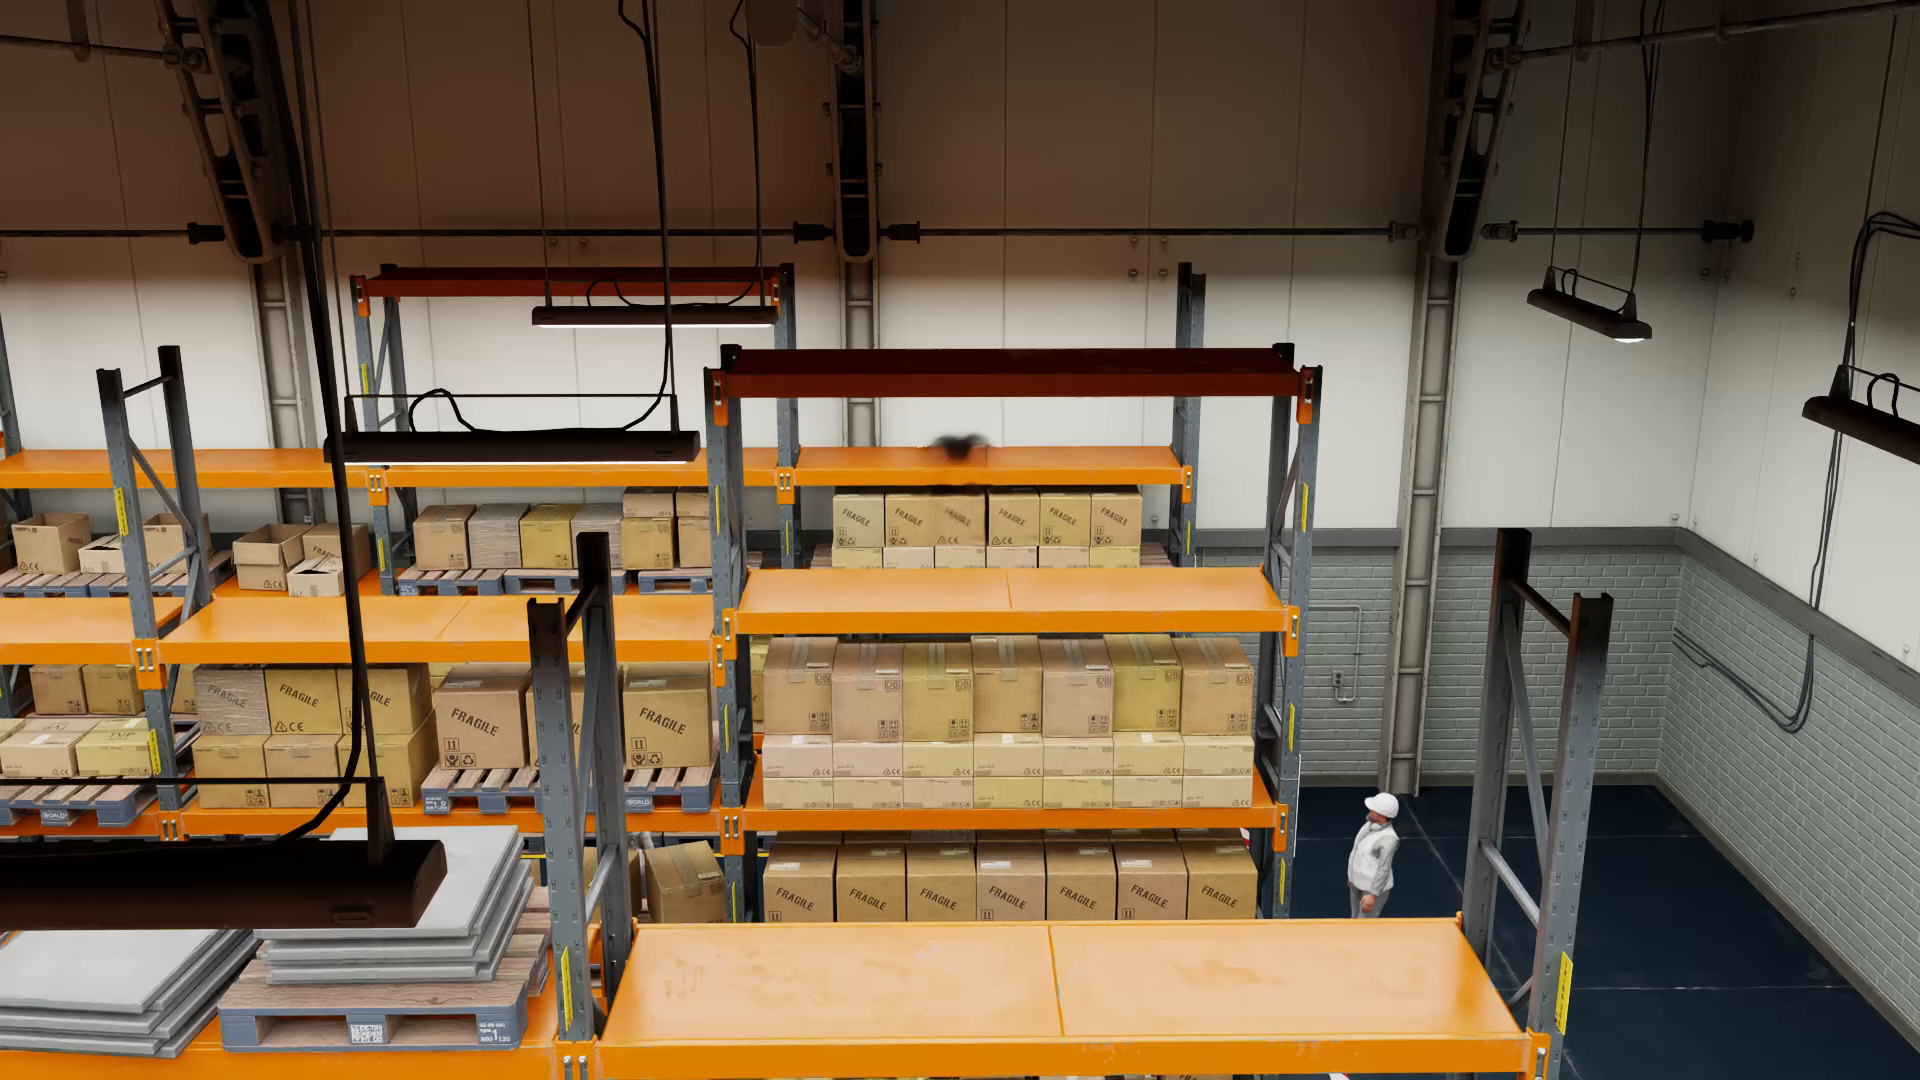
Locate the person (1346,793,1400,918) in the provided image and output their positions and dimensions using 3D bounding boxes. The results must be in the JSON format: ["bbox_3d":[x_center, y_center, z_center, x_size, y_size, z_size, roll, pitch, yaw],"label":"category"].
[{"bbox_3d":[3.665,3.073,14.862,0.420,1.776,0.572,-4,17,-15],"label":"person"}]

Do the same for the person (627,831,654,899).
[{"bbox_3d":[-3.062,2.999,15.293,0.507,1.694,0.530,-5,17,-18],"label":"person"}]
